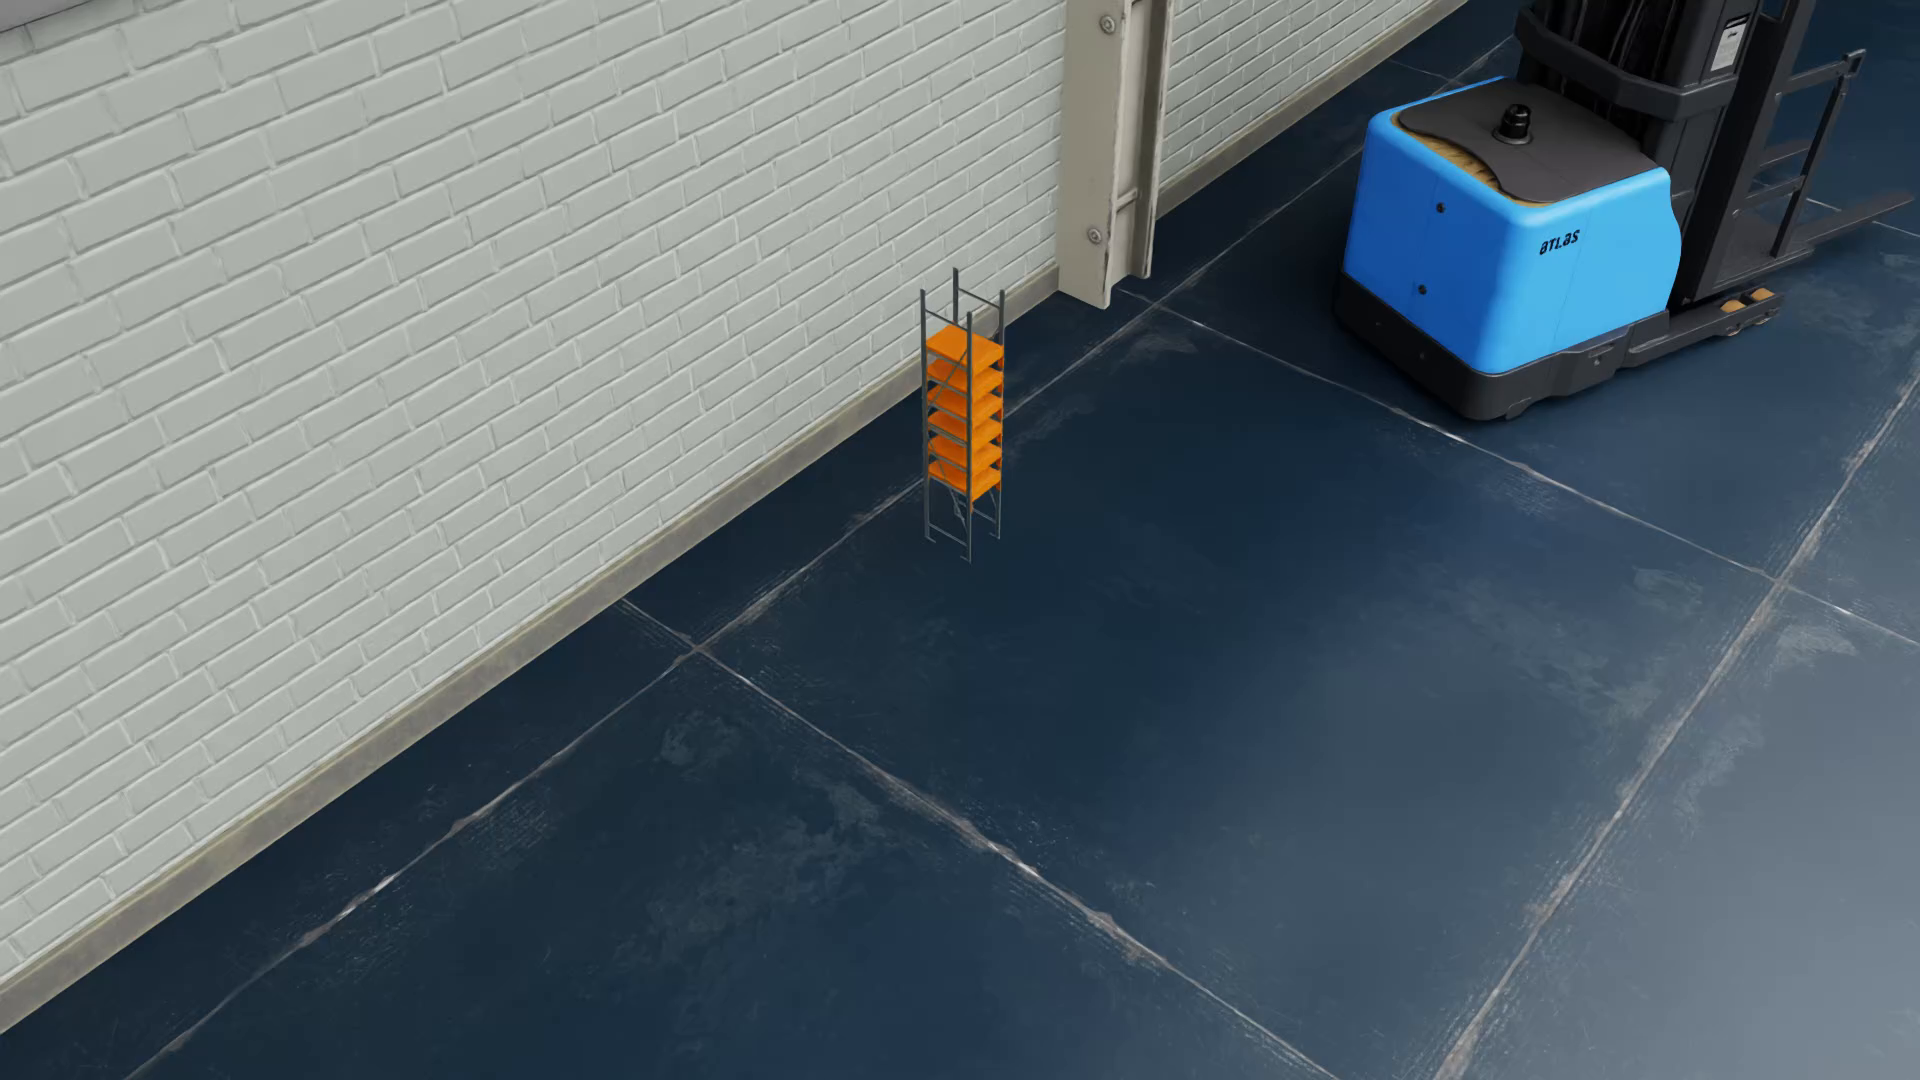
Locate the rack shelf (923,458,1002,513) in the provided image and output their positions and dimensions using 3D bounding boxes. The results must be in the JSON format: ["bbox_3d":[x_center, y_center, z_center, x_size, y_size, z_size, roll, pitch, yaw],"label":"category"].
[{"bbox_3d":[0.009,-0.241,6.546,0.258,0.103,0.180,29,50,28],"label":"rack shelf"}]

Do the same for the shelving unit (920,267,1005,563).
[{"bbox_3d":[0.009,-0.451,6.355,0.258,1.200,0.189,29,50,28],"label":"shelving unit"}]

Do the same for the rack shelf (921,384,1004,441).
[{"bbox_3d":[0.009,-0.507,6.304,0.258,0.103,0.180,29,50,28],"label":"rack shelf"}]

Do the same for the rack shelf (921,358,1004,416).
[{"bbox_3d":[0.009,-0.596,6.223,0.258,0.103,0.180,29,50,28],"label":"rack shelf"}]

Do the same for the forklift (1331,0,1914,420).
[{"bbox_3d":[3.287,-2.330,7.134,3.031,2.935,1.130,-21,46,-21],"label":"forklift"}]

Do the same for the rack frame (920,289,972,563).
[{"bbox_3d":[-0.050,-0.404,6.303,0.240,1.200,0.006,29,50,28],"label":"rack frame"}]

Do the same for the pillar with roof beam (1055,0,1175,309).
[{"bbox_3d":[3.991,-2.735,3.069,9.100,9.000,0.400,29,50,28],"label":"pillar with roof beam"}]

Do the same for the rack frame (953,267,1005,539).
[{"bbox_3d":[0.068,-0.498,6.406,0.240,1.200,0.006,29,50,28],"label":"rack frame"}]

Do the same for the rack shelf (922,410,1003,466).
[{"bbox_3d":[0.009,-0.418,6.384,0.258,0.103,0.180,29,50,28],"label":"rack shelf"}]

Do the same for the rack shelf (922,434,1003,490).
[{"bbox_3d":[0.009,-0.330,6.465,0.258,0.103,0.180,29,50,28],"label":"rack shelf"}]

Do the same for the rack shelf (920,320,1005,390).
[{"bbox_3d":[0.009,-0.685,6.142,0.258,0.103,0.180,29,50,28],"label":"rack shelf"}]
